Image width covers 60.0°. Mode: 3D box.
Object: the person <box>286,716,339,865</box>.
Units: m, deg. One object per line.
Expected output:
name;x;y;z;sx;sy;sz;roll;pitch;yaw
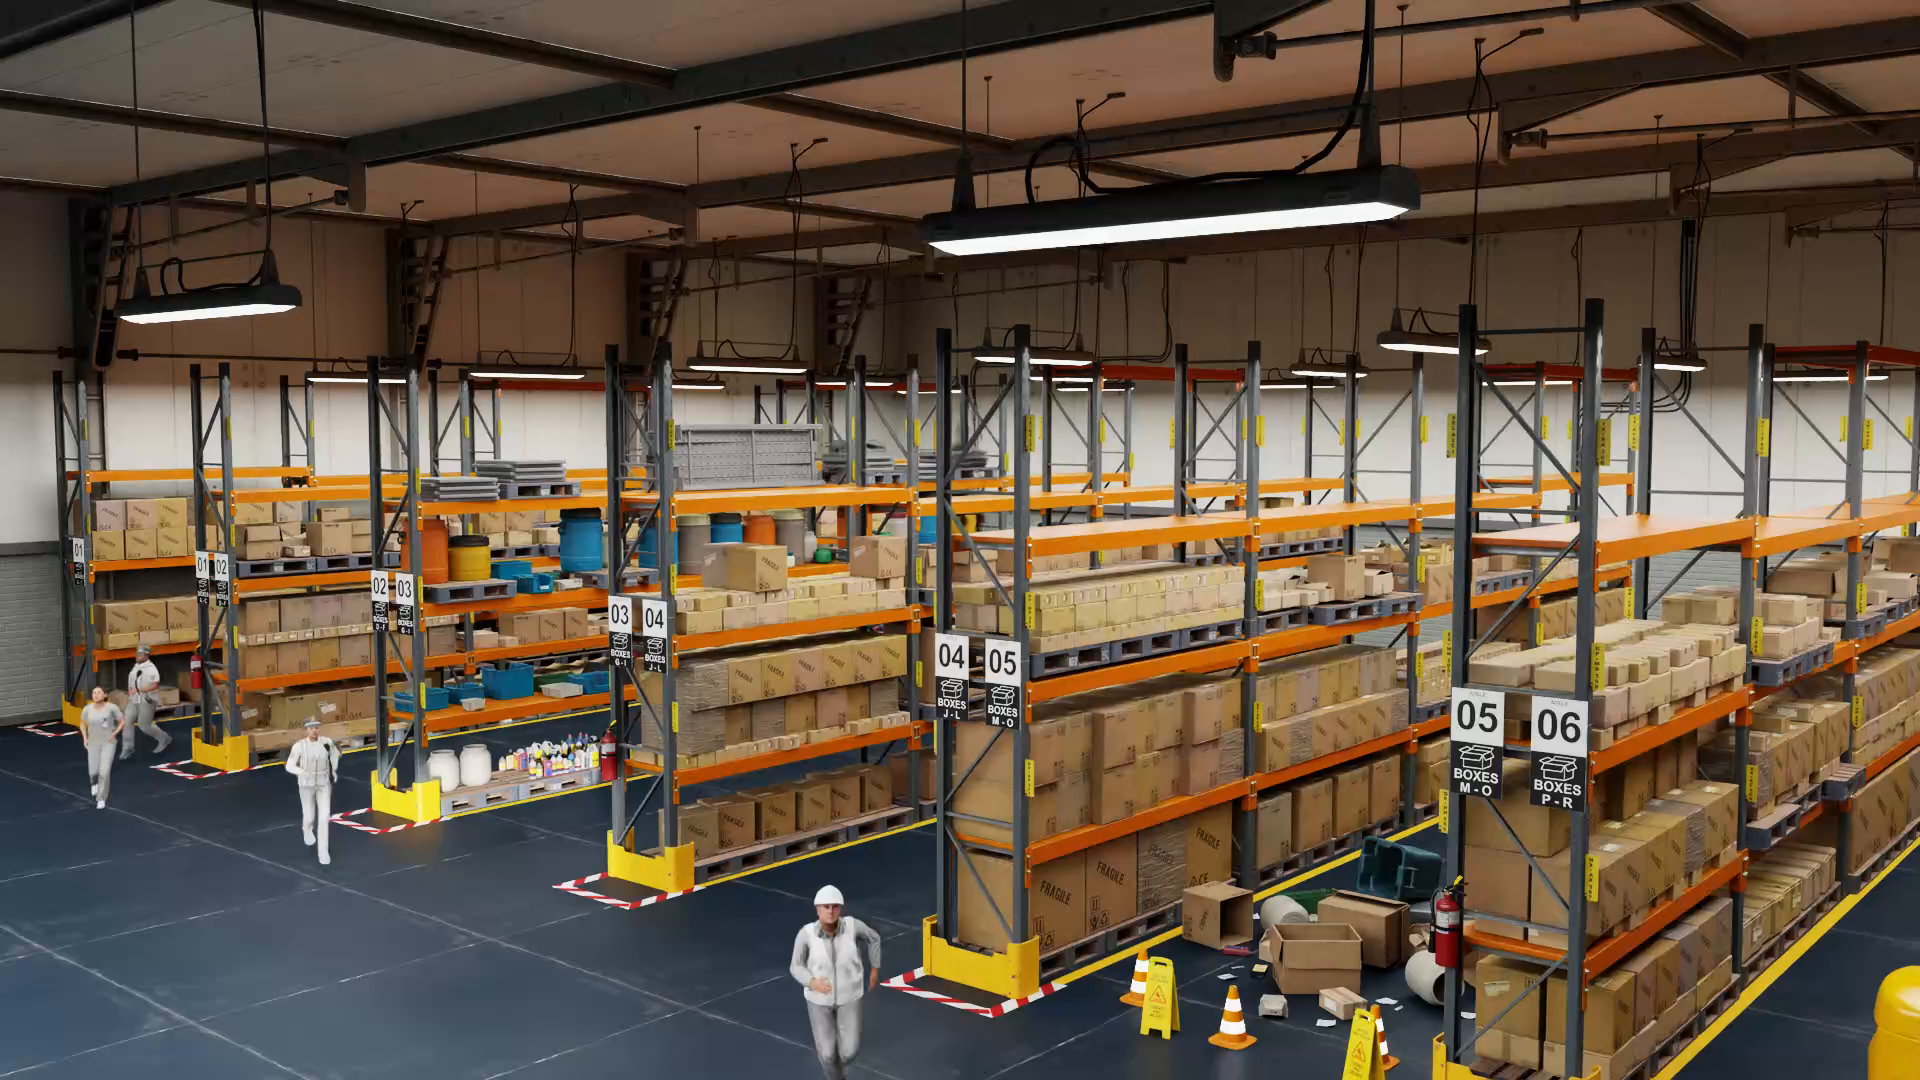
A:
person;-7.605;2.896;19.594;0.621;1.696;0.932;-2;5;-28

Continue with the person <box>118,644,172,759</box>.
person;-12.469;2.488;25.503;0.715;1.824;0.813;3;5;37

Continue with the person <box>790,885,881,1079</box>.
person;-0.914;3.419;12.377;0.698;1.721;0.643;-1;4;-9

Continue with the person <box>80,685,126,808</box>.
person;-11.500;2.752;22.321;0.561;1.633;0.609;-1;4;-18
